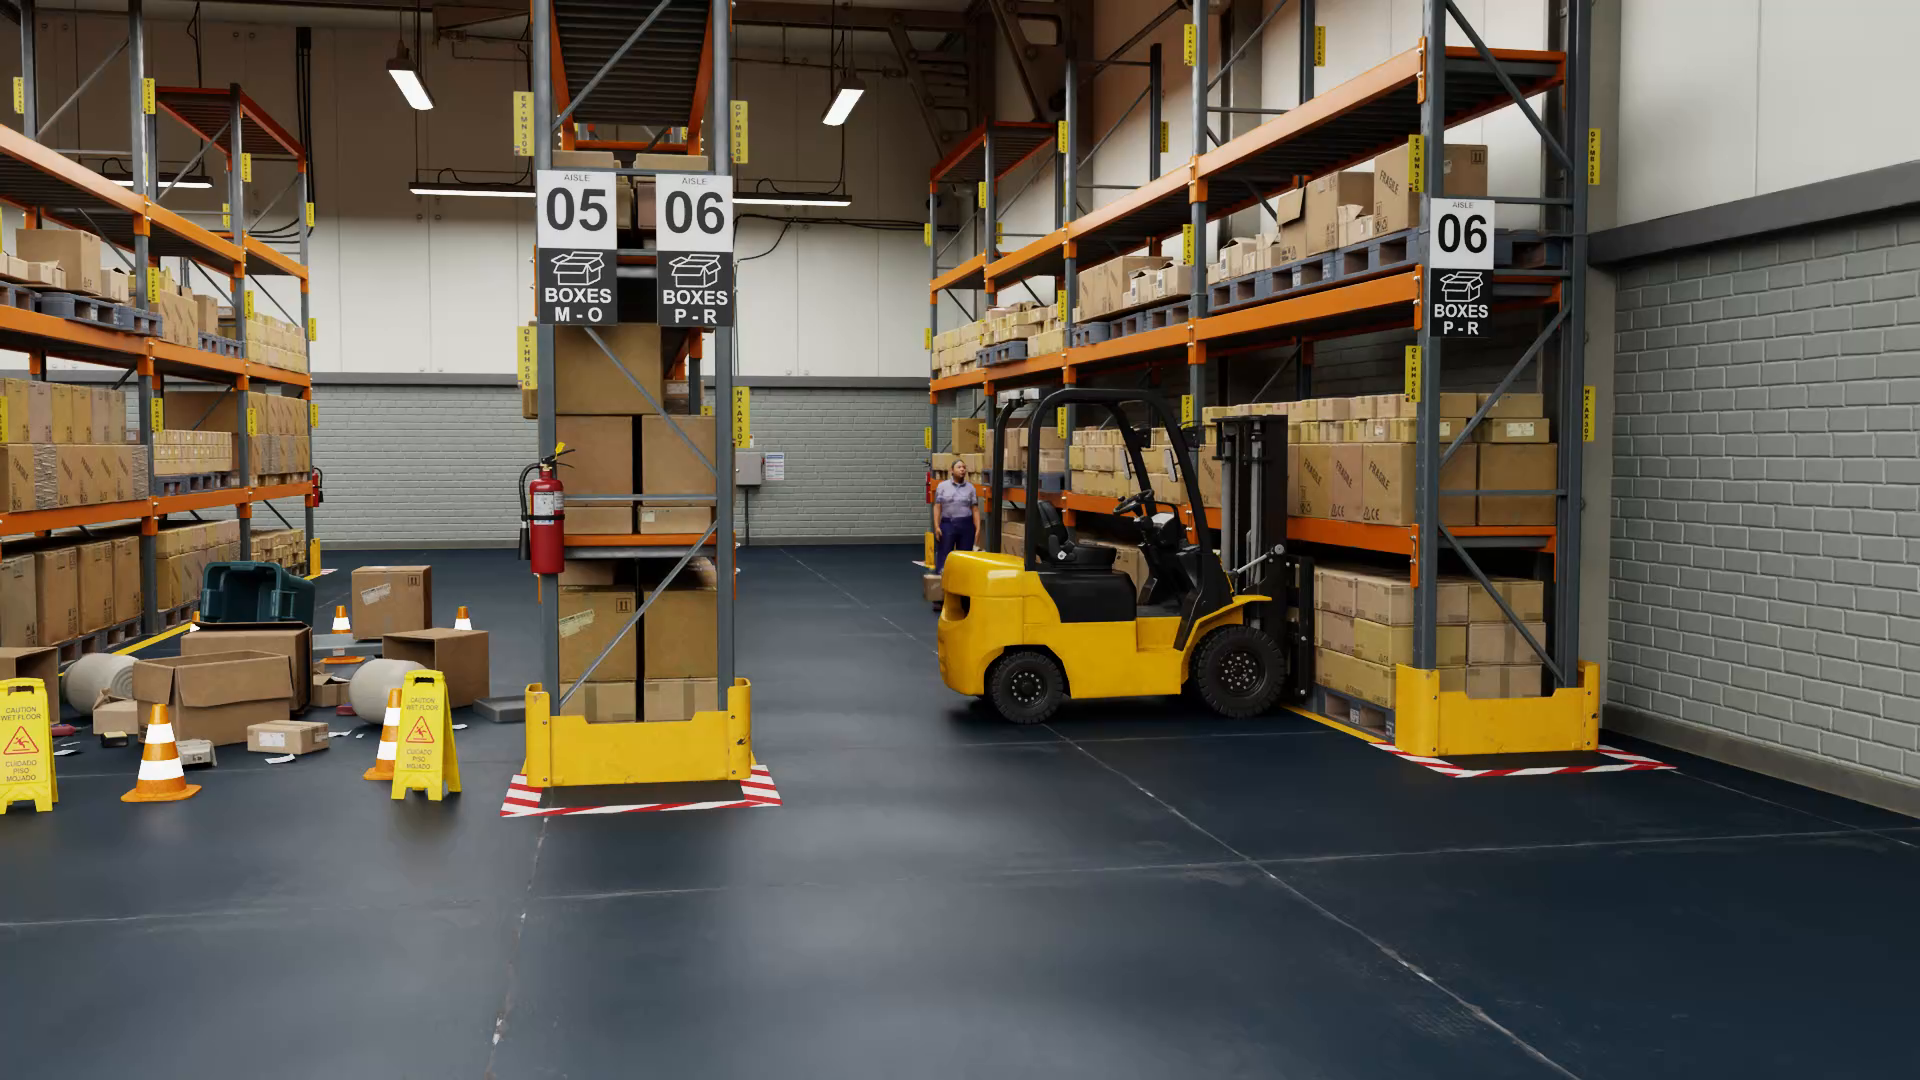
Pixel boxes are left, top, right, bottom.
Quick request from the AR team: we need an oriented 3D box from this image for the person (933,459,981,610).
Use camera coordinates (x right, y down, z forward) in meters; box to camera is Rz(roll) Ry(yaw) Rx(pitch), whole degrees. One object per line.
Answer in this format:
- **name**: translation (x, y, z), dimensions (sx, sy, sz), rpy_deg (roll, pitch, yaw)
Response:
- **person**: translation (-0.039, -0.061, 18.311), dimensions (0.587, 1.639, 0.500), rpy_deg (-1, 3, -11)
